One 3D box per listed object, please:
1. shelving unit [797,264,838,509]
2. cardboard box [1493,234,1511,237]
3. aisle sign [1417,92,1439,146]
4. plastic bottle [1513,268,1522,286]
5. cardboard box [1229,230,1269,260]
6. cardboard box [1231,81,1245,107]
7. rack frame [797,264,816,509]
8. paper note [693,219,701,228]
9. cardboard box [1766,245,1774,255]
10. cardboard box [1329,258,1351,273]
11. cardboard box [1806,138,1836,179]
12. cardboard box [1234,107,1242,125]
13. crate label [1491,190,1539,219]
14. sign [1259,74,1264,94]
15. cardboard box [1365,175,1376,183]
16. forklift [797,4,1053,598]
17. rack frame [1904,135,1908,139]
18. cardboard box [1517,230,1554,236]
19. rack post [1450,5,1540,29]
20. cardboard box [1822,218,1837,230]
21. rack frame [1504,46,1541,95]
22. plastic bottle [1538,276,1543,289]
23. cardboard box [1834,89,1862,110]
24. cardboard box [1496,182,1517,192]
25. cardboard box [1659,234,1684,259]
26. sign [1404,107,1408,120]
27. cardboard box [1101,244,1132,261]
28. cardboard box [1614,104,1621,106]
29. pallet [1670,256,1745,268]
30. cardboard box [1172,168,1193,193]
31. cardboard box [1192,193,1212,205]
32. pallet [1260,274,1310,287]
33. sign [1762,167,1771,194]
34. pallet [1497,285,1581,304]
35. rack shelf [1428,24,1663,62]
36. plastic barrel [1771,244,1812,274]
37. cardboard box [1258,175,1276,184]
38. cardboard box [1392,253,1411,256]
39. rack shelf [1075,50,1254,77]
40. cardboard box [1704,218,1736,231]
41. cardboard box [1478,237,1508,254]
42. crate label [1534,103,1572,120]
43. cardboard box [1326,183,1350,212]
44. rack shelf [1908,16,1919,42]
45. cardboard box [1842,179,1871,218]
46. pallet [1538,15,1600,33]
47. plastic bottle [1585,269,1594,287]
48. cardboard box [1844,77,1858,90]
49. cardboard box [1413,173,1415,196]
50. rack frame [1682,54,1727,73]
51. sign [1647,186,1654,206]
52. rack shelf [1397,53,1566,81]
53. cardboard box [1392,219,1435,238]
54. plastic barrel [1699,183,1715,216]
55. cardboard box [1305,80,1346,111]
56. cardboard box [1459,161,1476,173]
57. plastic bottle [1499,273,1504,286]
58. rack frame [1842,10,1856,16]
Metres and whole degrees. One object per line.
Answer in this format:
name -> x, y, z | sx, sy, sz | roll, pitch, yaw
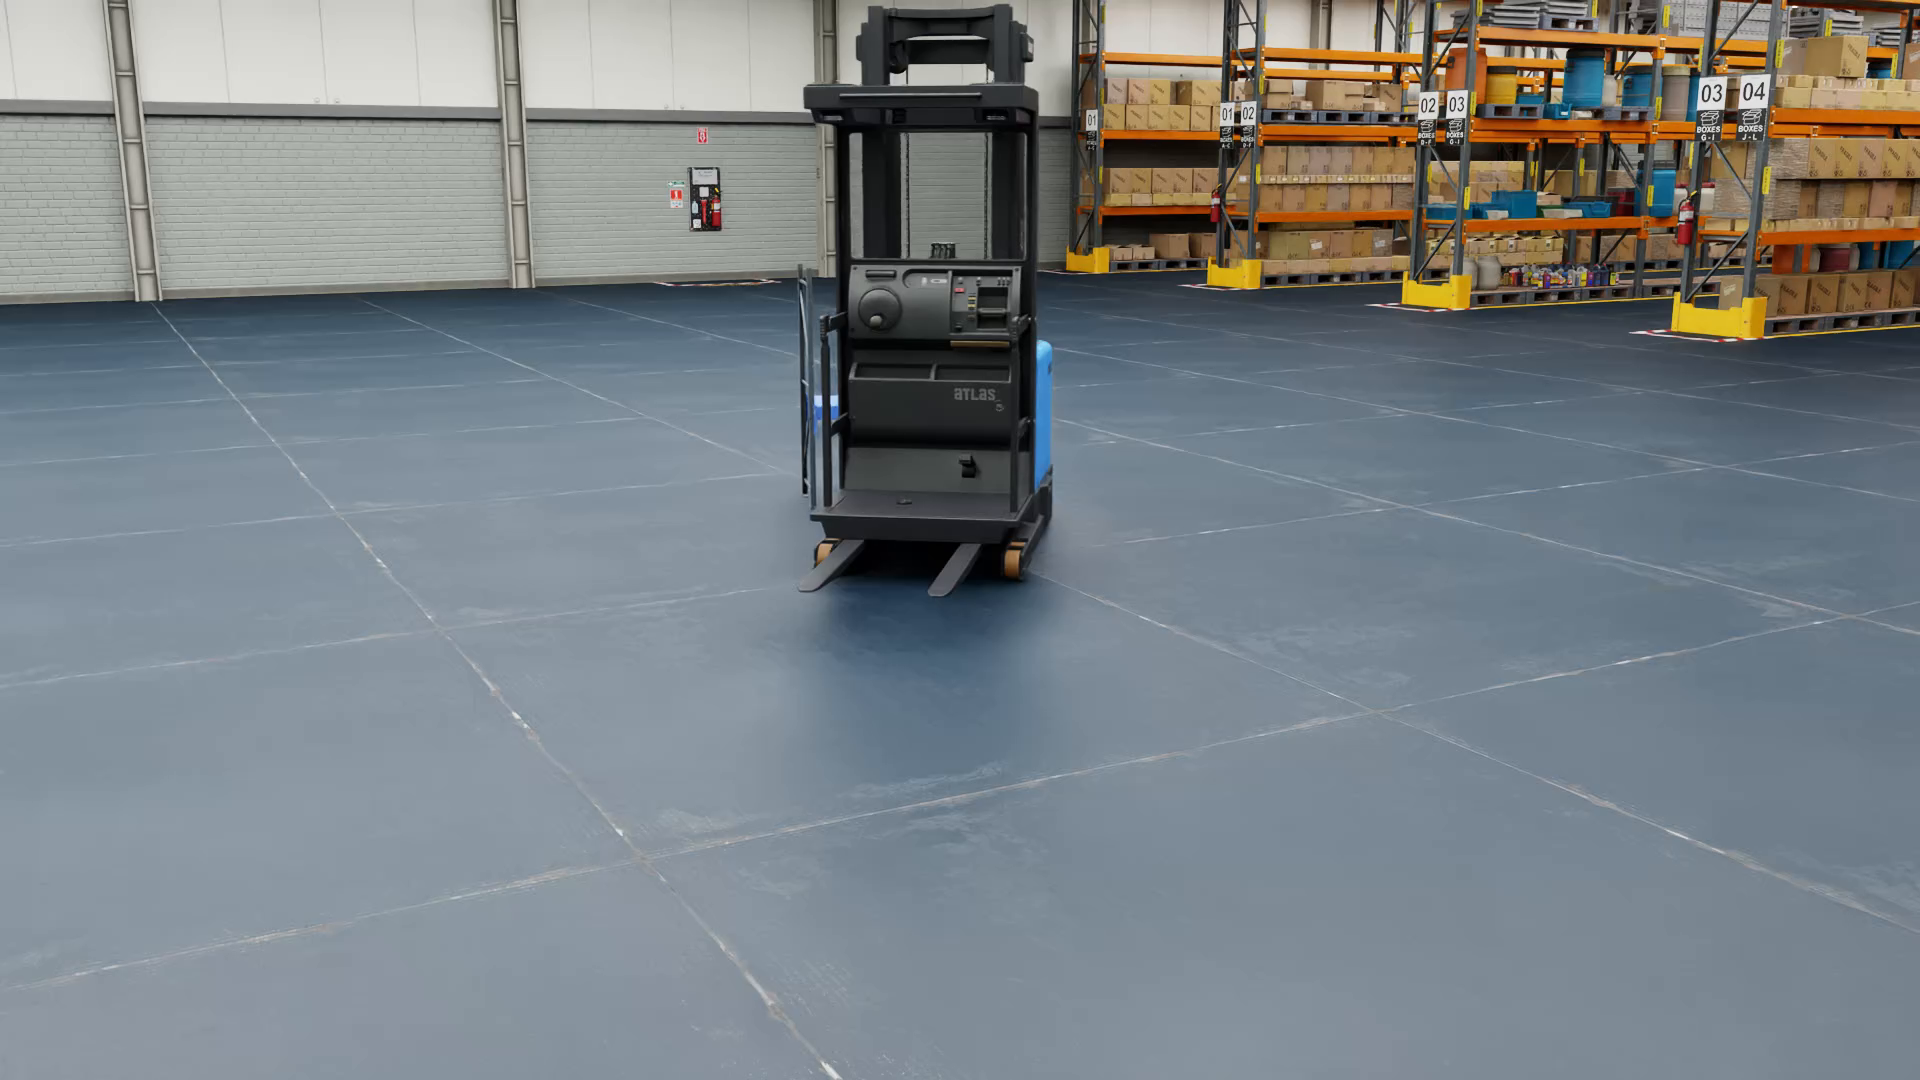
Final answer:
shelving unit -> -0.473, -1.001, 10.643 | 1.048, 1.500, 0.538 | -3, 13, -12
cardboard box -> 10.890, -5.943, 33.213 | 0.500, 0.311, 0.500 | -7, 15, -29
aisle sign -> 7.090, -6.383, 25.217 | 0.004, 0.787, 0.394 | -7, 14, -28
plastic bottle -> 8.983, -4.233, 26.769 | 0.133, 0.283, 0.061 | -7, 14, -28
cardboard box -> 5.253, -5.363, 30.204 | 0.500, 0.500, 0.500 | -7, 14, -28
cardboard box -> 5.750, -9.299, 34.716 | 0.500, 0.500, 0.500 | -8, 15, -33
rack frame -> -0.971, -0.978, 10.539 | 0.032, 1.500, 0.500 | -3, 13, -12
paper note -> -4.894, -5.895, 30.979 | 0.142, 0.148, 0.016 | -7, 14, -28
cardboard box -> 17.762, -6.377, 36.375 | 0.500, 0.250, 0.500 | -7, 14, -28
cardboard box -> 6.820, -5.054, 30.541 | 0.500, 0.250, 0.500 | -7, 14, -28
cardboard box -> 10.724, -4.848, 21.139 | 0.500, 0.500, 0.500 | -7, 14, -28
cardboard box -> 5.732, -8.816, 34.844 | 0.500, 0.500, 0.500 | -6, 14, -26
crate label -> 8.781, -5.328, 26.370 | 0.616, 0.435, 0.502 | -7, 14, -28
sign -> 5.186, -7.840, 28.613 | 0.005, 0.325, 0.100 | -7, 14, -28
cardboard box -> 7.406, -6.629, 30.528 | 0.250, 0.149, 0.380 | -7, 14, -28
forklift -> -0.167, -1.299, 8.708 | 1.130, 2.935, 3.031 | 2, 13, 9
rack frame -> 17.828, -6.327, 30.891 | 0.127, 3.000, 1.000 | -7, 14, -28
cardboard box -> 13.787, -7.281, 39.865 | 0.500, 0.500, 0.700 | -7, 14, -27
rack post -> 8.020, -7.803, 24.922 | 0.954, 0.300, 0.937 | -5, 14, -22
cardboard box -> 11.127, -4.104, 21.587 | 0.250, 0.149, 0.380 | -7, 14, -28
rack frame -> 13.081, -11.163, 38.716 | 0.127, 3.000, 1.000 | -7, 14, -28
plastic bottle -> 9.127, -4.056, 26.170 | 0.097, 0.201, 0.097 | 0, 13, 0
cardboard box -> 11.102, -5.608, 21.206 | 0.500, 0.250, 0.500 | -7, 14, -28
cardboard box -> 10.482, -6.730, 32.456 | 0.500, 0.500, 0.500 | -8, 15, -31
cardboard box -> 14.724, -6.120, 34.661 | 0.500, 0.500, 0.500 | -7, 14, -28
sign -> 9.829, -9.426, 36.653 | 0.005, 0.325, 0.100 | -7, 14, -28
cardboard box -> 3.199, -5.932, 34.259 | 0.500, 0.311, 0.500 | -9, 15, -34
cardboard box -> 12.762, -8.479, 33.396 | 0.500, 0.500, 0.910 | -7, 14, -28
pallet -> 16.061, -5.994, 35.761 | 1.213, 0.211, 1.003 | -7, 14, -28
cardboard box -> 4.454, -7.428, 34.373 | 0.500, 0.500, 0.500 | -6, 14, -26
cardboard box -> 4.914, -7.116, 34.694 | 0.500, 0.250, 0.500 | -7, 14, -28
pallet -> 5.576, -4.748, 30.225 | 1.213, 0.211, 1.003 | -7, 14, -28
sign -> 9.929, -4.428, 20.481 | 0.005, 0.325, 0.100 | -7, 14, -28
pallet -> 9.125, -3.933, 26.605 | 1.213, 0.211, 1.003 | -7, 14, -28
rack shelf -> 9.051, -7.656, 25.681 | 4.000, 0.370, 1.077 | -7, 14, -28
plastic barrel -> 14.739, -5.107, 29.457 | 0.708, 0.830, 0.600 | -7, 14, -28
cardboard box -> 5.373, -6.385, 29.442 | 0.250, 0.149, 0.380 | -7, 14, -28
cardboard box -> 8.661, -5.403, 32.093 | 0.500, 0.250, 0.500 | -7, 14, -28
rack shelf -> 4.304, -9.759, 34.121 | 4.000, 0.370, 1.077 | -7, 14, -28
cardboard box -> 9.820, -4.057, 21.378 | 0.250, 0.149, 0.380 | -7, 14, -28
cardboard box -> 10.267, -5.735, 32.289 | 0.500, 0.311, 0.500 | -6, 14, -26
crate label -> 9.097, -6.589, 25.561 | 0.408, 0.251, 0.502 | -7, 14, -28
cardboard box -> 6.699, -6.278, 30.448 | 0.500, 0.500, 0.700 | -6, 14, -26
rack shelf -> 14.935, -7.122, 23.309 | 4.000, 0.370, 1.077 | -7, 14, -28
cardboard box -> 11.450, -4.527, 21.987 | 0.500, 0.500, 0.875 | -7, 14, -28
pallet -> 9.024, -7.904, 25.574 | 1.213, 0.211, 1.003 | -7, 14, -28
plastic bottle -> 10.088, -4.206, 26.652 | 0.133, 0.283, 0.061 | -6, 14, -24
cardboard box -> 11.179, -5.810, 21.193 | 0.250, 0.149, 0.380 | -8, 15, -30
cardboard box -> 10.119, -8.021, 37.467 | 0.500, 0.500, 0.500 | -6, 14, -26
rack frame -> 15.458, -10.209, 34.476 | 0.127, 3.000, 1.000 | -7, 14, -28
sign -> 11.060, -5.513, 26.645 | 0.005, 0.325, 0.100 | -7, 14, -28
rack shelf -> 10.192, -9.032, 31.794 | 4.000, 0.370, 1.077 | -7, 14, -28
cardboard box -> 10.279, -7.024, 37.926 | 0.750, 0.750, 0.750 | -7, 14, -29
plastic barrel -> 12.395, -5.687, 27.739 | 0.433, 0.535, 0.433 | 0, 13, 0
cardboard box -> 6.514, -7.927, 29.666 | 0.500, 0.500, 0.500 | -7, 14, -28
cardboard box -> 11.446, -8.548, 38.101 | 0.500, 0.250, 0.500 | -7, 15, -29
plastic bottle -> 8.697, -4.192, 26.775 | 0.097, 0.201, 0.097 | 0, 13, 0
rack frame -> 18.969, -10.630, 36.346 | 0.127, 3.000, 1.000 | -7, 14, -28
